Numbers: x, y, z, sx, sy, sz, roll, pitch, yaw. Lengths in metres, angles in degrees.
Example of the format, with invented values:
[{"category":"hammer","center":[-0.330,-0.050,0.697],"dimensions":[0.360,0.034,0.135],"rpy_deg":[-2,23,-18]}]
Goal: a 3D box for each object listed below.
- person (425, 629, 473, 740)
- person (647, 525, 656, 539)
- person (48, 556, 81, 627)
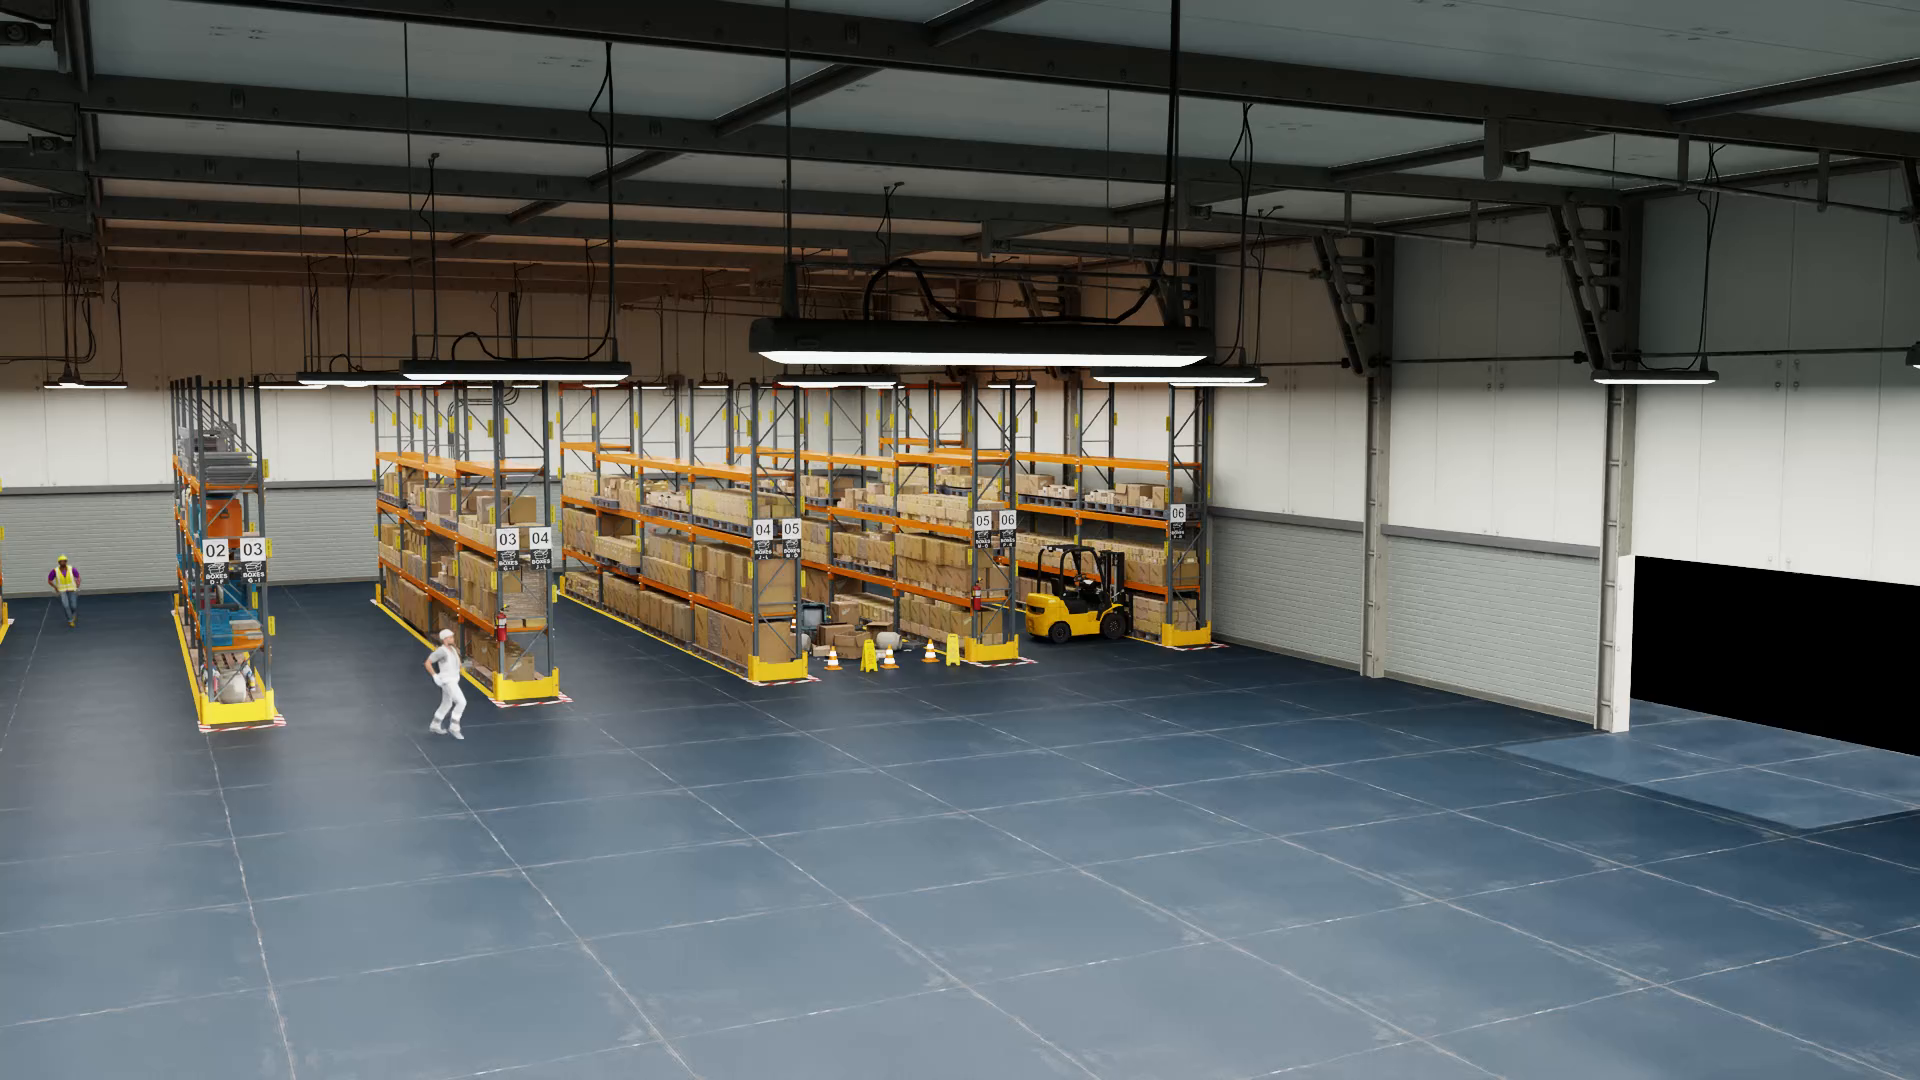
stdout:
[{"category":"person","center":[-8.432,2.390,27.473],"dimensions":[0.761,1.836,0.647],"rpy_deg":[0,5,1]},{"category":"person","center":[-9.227,0.423,49.890],"dimensions":[0.717,1.728,0.711],"rpy_deg":[-2,6,-25]},{"category":"person","center":[-21.935,1.248,40.753],"dimensions":[0.718,1.734,0.710],"rpy_deg":[-4,6,-35]}]
